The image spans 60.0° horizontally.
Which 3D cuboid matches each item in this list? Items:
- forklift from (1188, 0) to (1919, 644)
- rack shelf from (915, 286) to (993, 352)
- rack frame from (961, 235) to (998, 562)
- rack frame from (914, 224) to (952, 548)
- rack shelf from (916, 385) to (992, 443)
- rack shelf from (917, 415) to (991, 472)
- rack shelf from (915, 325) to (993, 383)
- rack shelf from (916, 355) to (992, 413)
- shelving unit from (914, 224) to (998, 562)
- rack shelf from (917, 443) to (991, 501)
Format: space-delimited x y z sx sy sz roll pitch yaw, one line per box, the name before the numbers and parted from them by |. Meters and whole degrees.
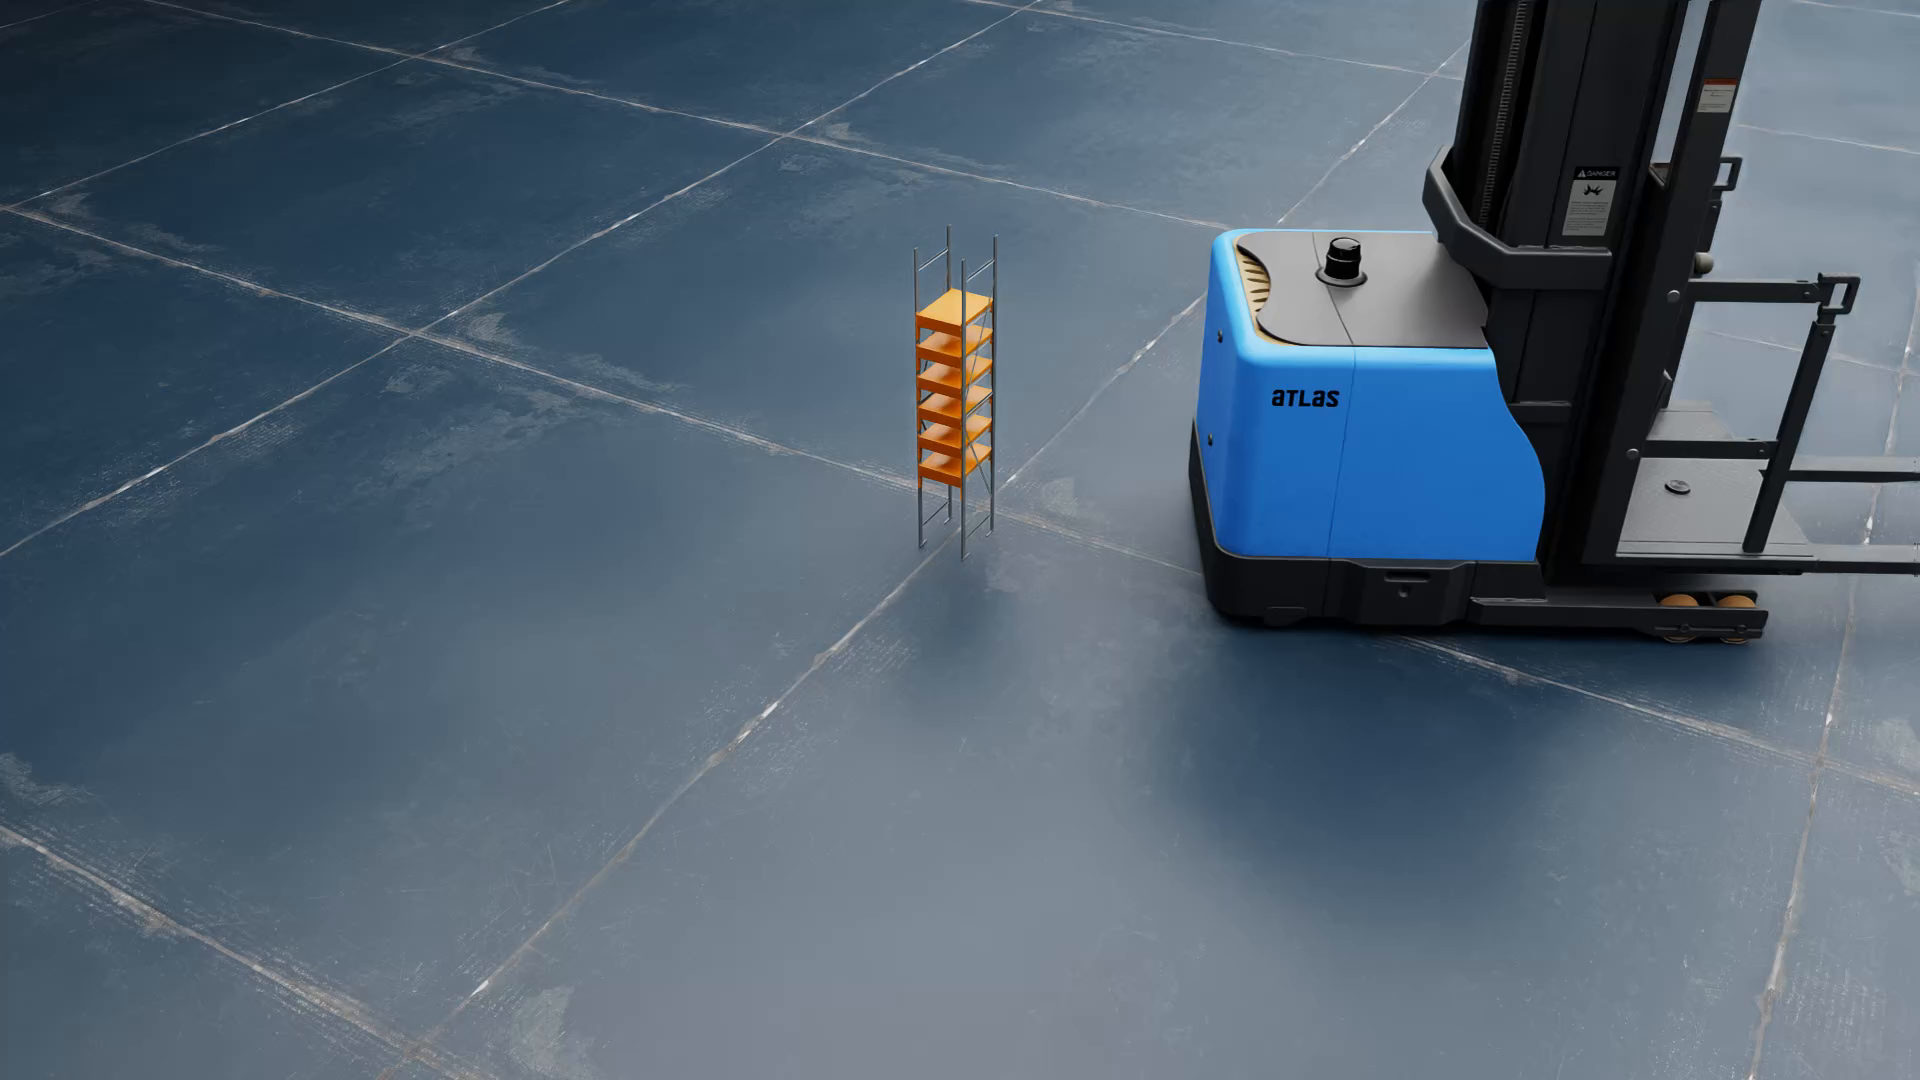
forklift | 2.395 -1.164 5.354 3.031 2.935 1.130 1 34 2
rack shelf | -0.013 -0.766 5.749 0.180 0.103 0.258 18 37 24
rack frame | 0.067 -0.478 5.886 0.006 1.200 0.240 18 37 24
rack frame | -0.092 -0.529 5.961 0.006 1.200 0.240 18 37 24
rack shelf | -0.013 -0.466 5.948 0.180 0.103 0.258 18 37 24
rack shelf | -0.013 -0.367 6.015 0.180 0.103 0.258 18 37 24
rack shelf | -0.013 -0.666 5.815 0.180 0.103 0.258 18 37 24
rack shelf | -0.013 -0.566 5.882 0.180 0.103 0.258 18 37 24
shelving unit | -0.013 -0.503 5.923 0.189 1.200 0.258 18 37 24
rack shelf | -0.013 -0.267 6.081 0.180 0.103 0.258 18 37 24
